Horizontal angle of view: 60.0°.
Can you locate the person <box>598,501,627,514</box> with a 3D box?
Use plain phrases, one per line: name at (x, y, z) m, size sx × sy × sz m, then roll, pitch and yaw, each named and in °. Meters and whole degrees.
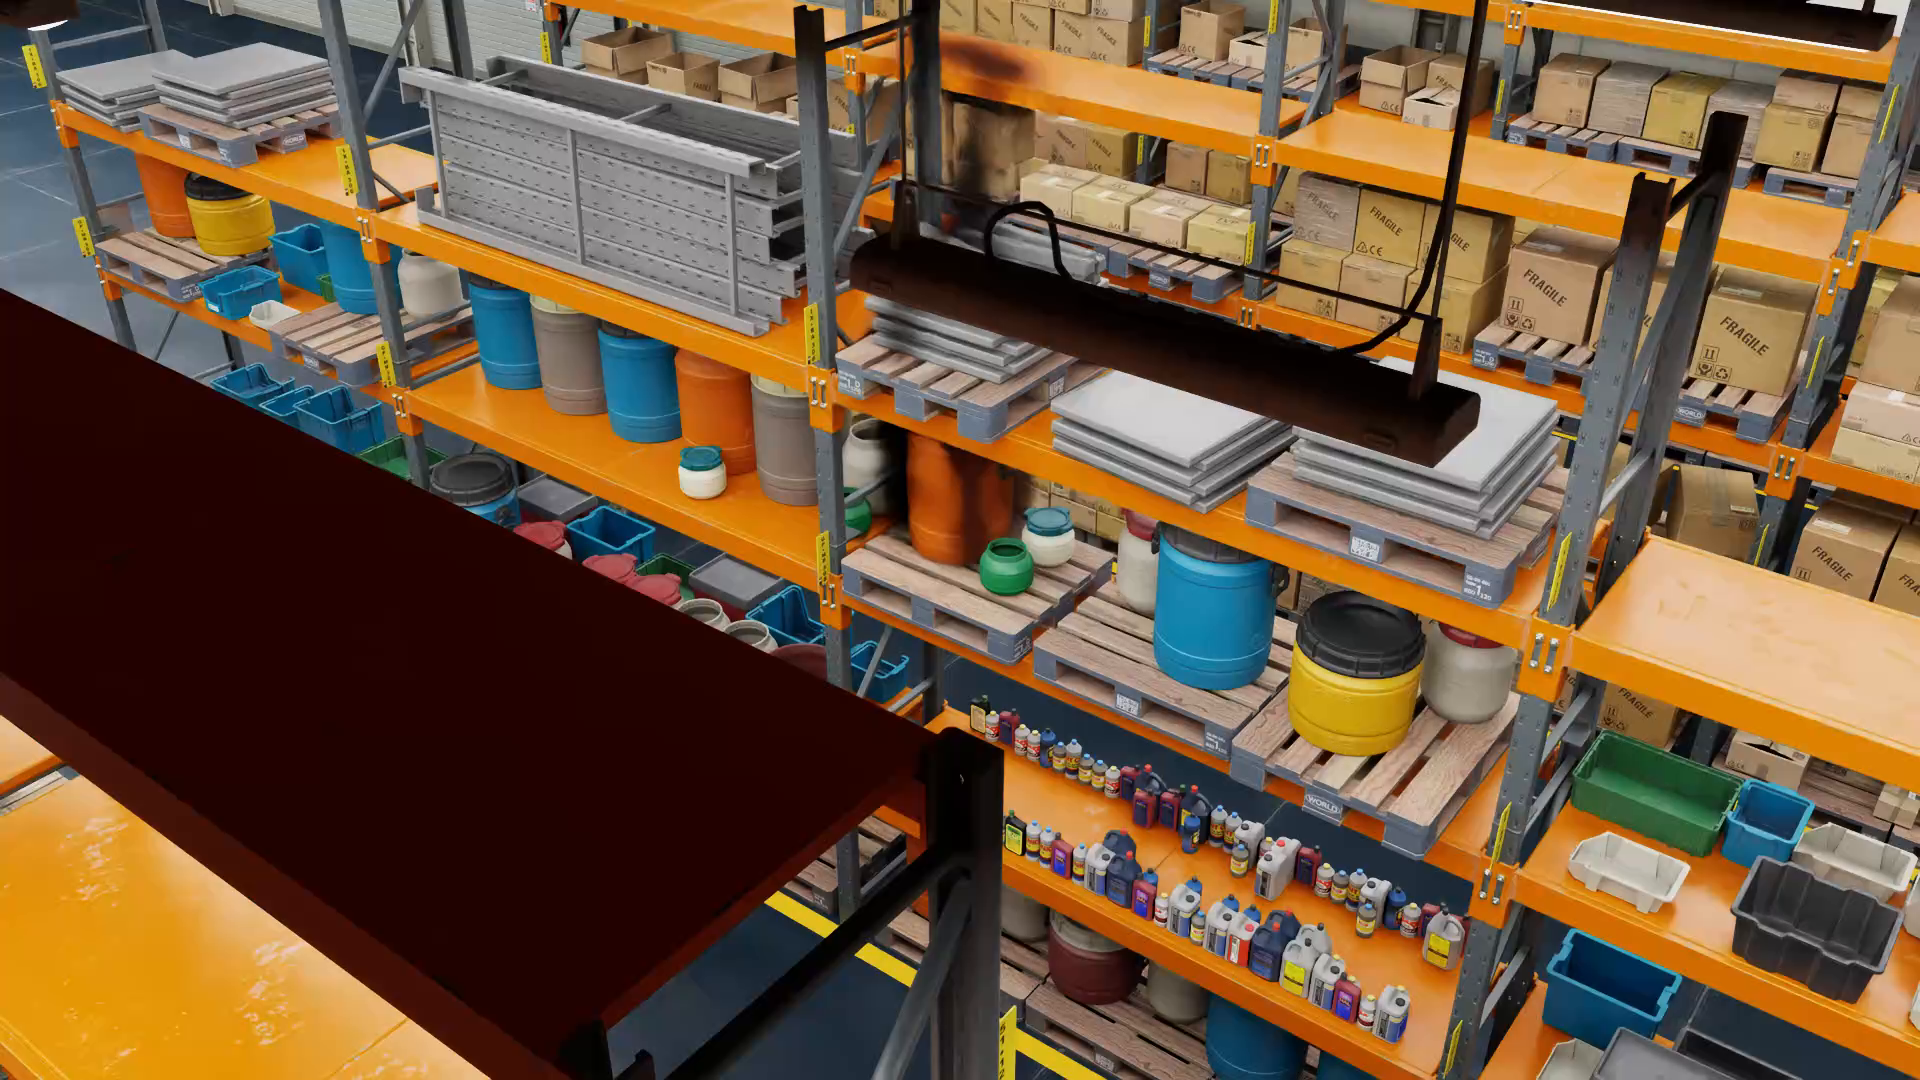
person at (-3.344, -0.979, 15.291) m, size 0.546 × 1.661 × 0.577 m, roll 10°, pitch 33°, yaw 16°
